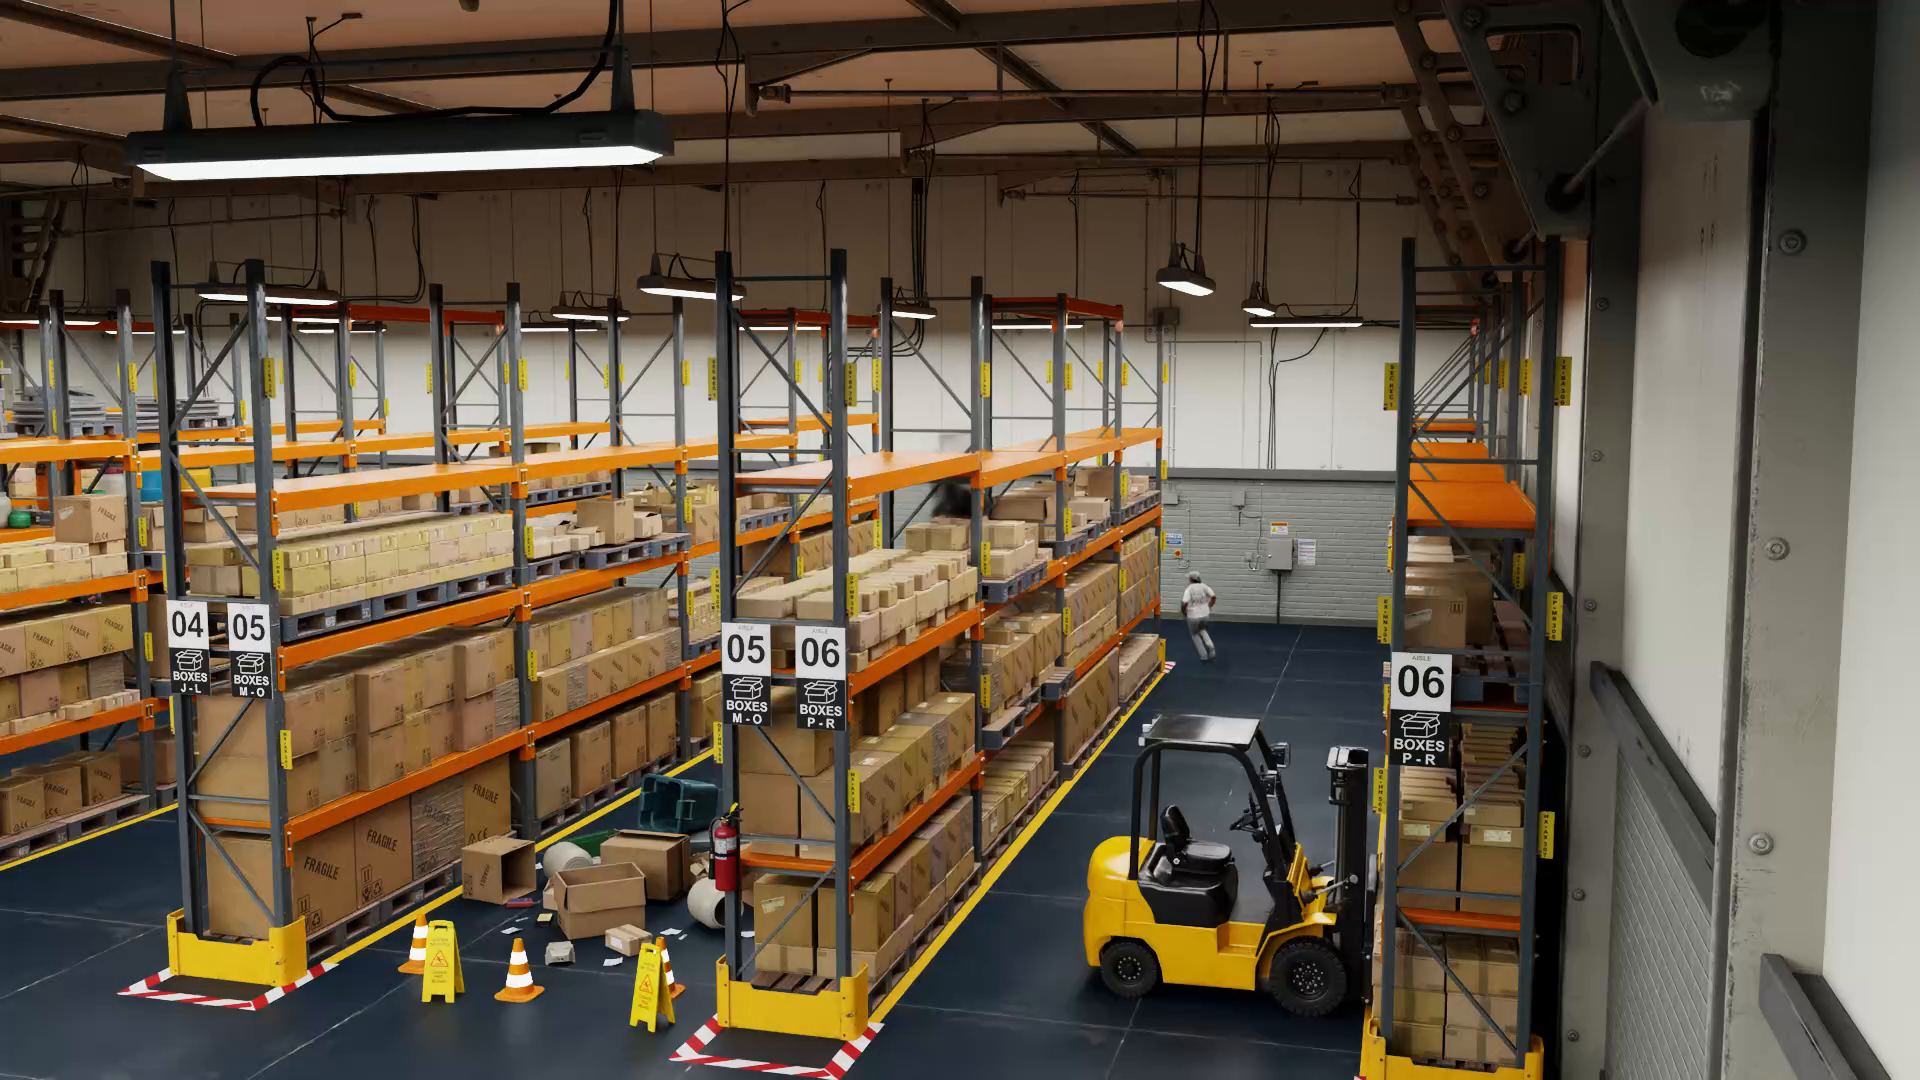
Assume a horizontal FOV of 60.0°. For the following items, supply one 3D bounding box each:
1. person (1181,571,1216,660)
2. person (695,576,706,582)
[{"bbox_3d":[4.124,1.309,29.054,0.723,1.597,0.515,-2,6,-19],"label":"person"},{"bbox_3d":[-4.219,1.427,27.523,0.577,1.708,0.894,2,6,18],"label":"person"}]
